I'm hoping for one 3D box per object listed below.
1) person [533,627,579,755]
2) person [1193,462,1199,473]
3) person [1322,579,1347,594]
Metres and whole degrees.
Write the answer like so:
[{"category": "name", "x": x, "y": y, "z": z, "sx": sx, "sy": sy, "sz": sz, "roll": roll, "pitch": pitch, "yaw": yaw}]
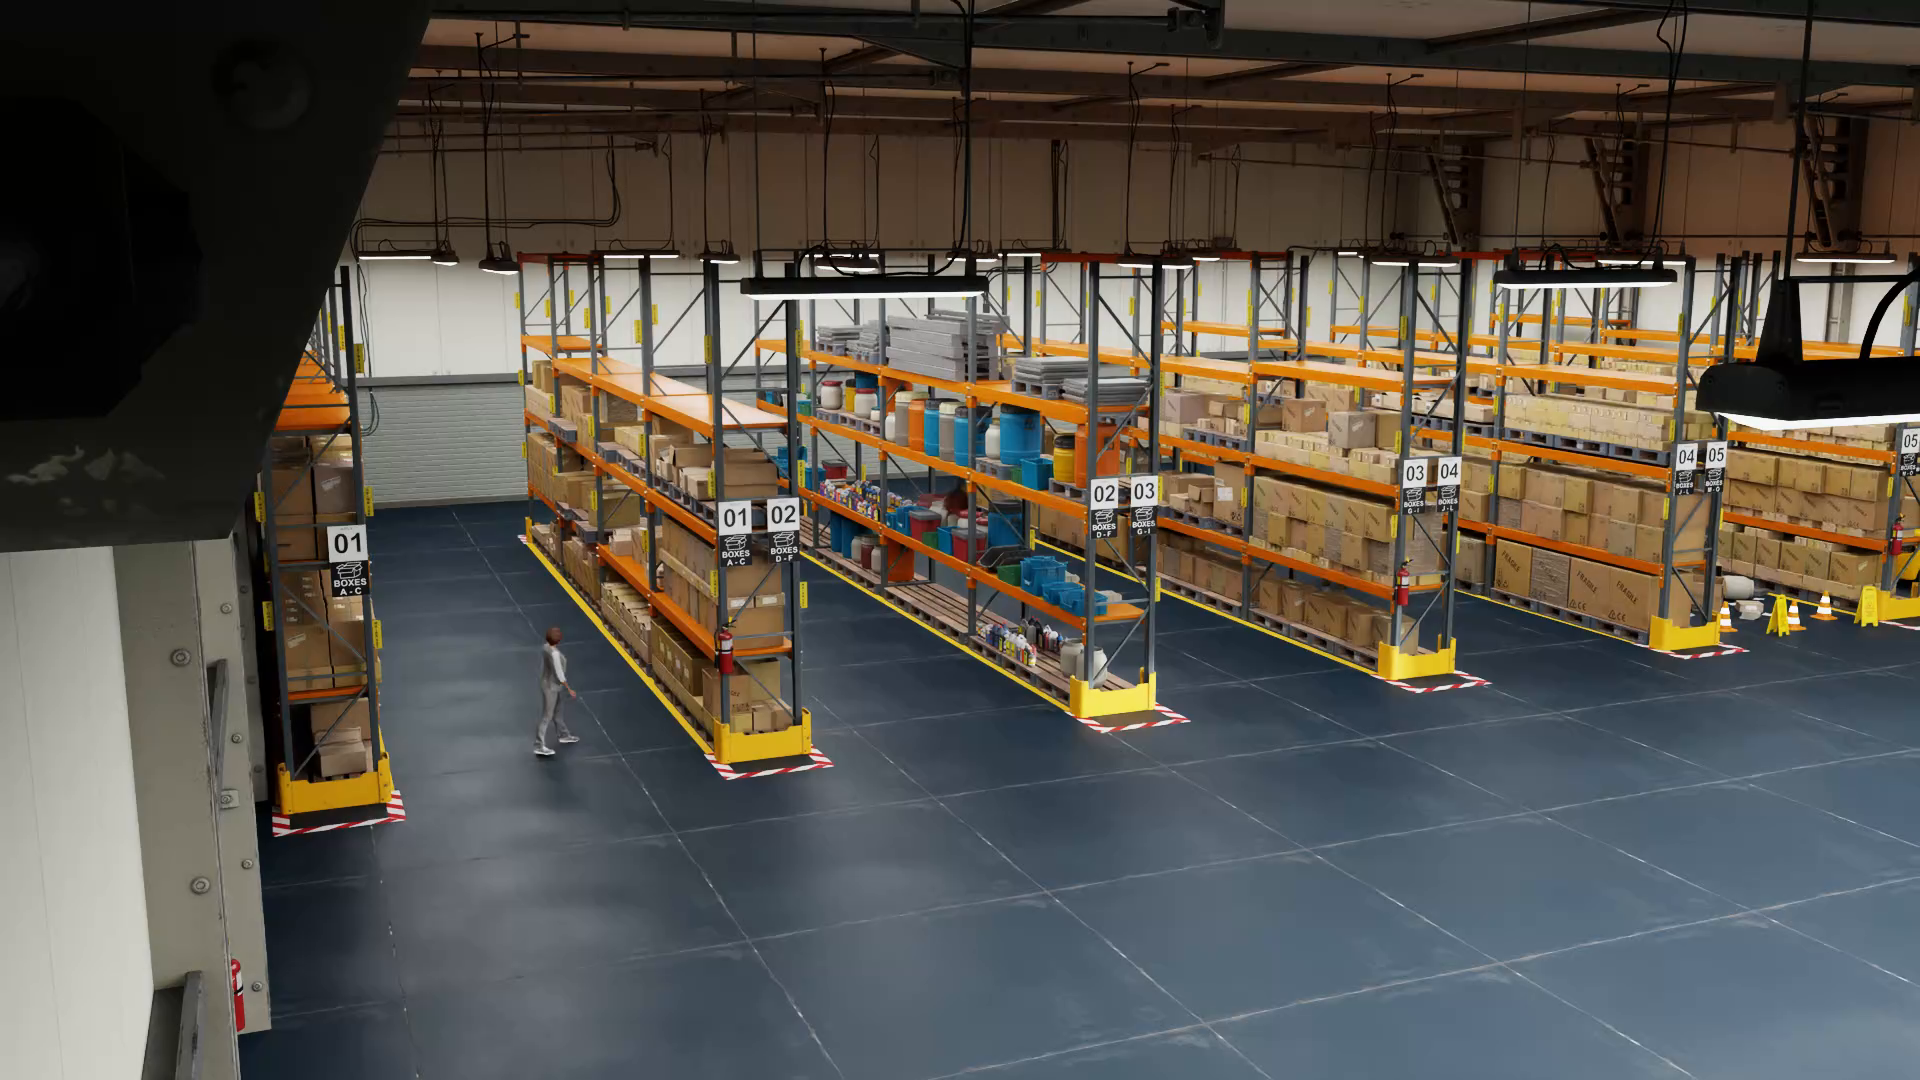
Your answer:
[{"category": "person", "x": -5.041, "y": 1.839, "z": 20.648, "sx": 0.597, "sy": 1.589, "sz": 0.604, "roll": -3, "pitch": 11, "yaw": -18}, {"category": "person", "x": 5.957, "y": -2.166, "z": 42.443, "sx": 0.497, "sy": 1.606, "sz": 0.384, "roll": -6, "pitch": 12, "yaw": -28}, {"category": "person", "x": 6.693, "y": 0.078, "z": 29.615, "sx": 0.598, "sy": 1.790, "sz": 0.409, "roll": 7, "pitch": 13, "yaw": 34}]
